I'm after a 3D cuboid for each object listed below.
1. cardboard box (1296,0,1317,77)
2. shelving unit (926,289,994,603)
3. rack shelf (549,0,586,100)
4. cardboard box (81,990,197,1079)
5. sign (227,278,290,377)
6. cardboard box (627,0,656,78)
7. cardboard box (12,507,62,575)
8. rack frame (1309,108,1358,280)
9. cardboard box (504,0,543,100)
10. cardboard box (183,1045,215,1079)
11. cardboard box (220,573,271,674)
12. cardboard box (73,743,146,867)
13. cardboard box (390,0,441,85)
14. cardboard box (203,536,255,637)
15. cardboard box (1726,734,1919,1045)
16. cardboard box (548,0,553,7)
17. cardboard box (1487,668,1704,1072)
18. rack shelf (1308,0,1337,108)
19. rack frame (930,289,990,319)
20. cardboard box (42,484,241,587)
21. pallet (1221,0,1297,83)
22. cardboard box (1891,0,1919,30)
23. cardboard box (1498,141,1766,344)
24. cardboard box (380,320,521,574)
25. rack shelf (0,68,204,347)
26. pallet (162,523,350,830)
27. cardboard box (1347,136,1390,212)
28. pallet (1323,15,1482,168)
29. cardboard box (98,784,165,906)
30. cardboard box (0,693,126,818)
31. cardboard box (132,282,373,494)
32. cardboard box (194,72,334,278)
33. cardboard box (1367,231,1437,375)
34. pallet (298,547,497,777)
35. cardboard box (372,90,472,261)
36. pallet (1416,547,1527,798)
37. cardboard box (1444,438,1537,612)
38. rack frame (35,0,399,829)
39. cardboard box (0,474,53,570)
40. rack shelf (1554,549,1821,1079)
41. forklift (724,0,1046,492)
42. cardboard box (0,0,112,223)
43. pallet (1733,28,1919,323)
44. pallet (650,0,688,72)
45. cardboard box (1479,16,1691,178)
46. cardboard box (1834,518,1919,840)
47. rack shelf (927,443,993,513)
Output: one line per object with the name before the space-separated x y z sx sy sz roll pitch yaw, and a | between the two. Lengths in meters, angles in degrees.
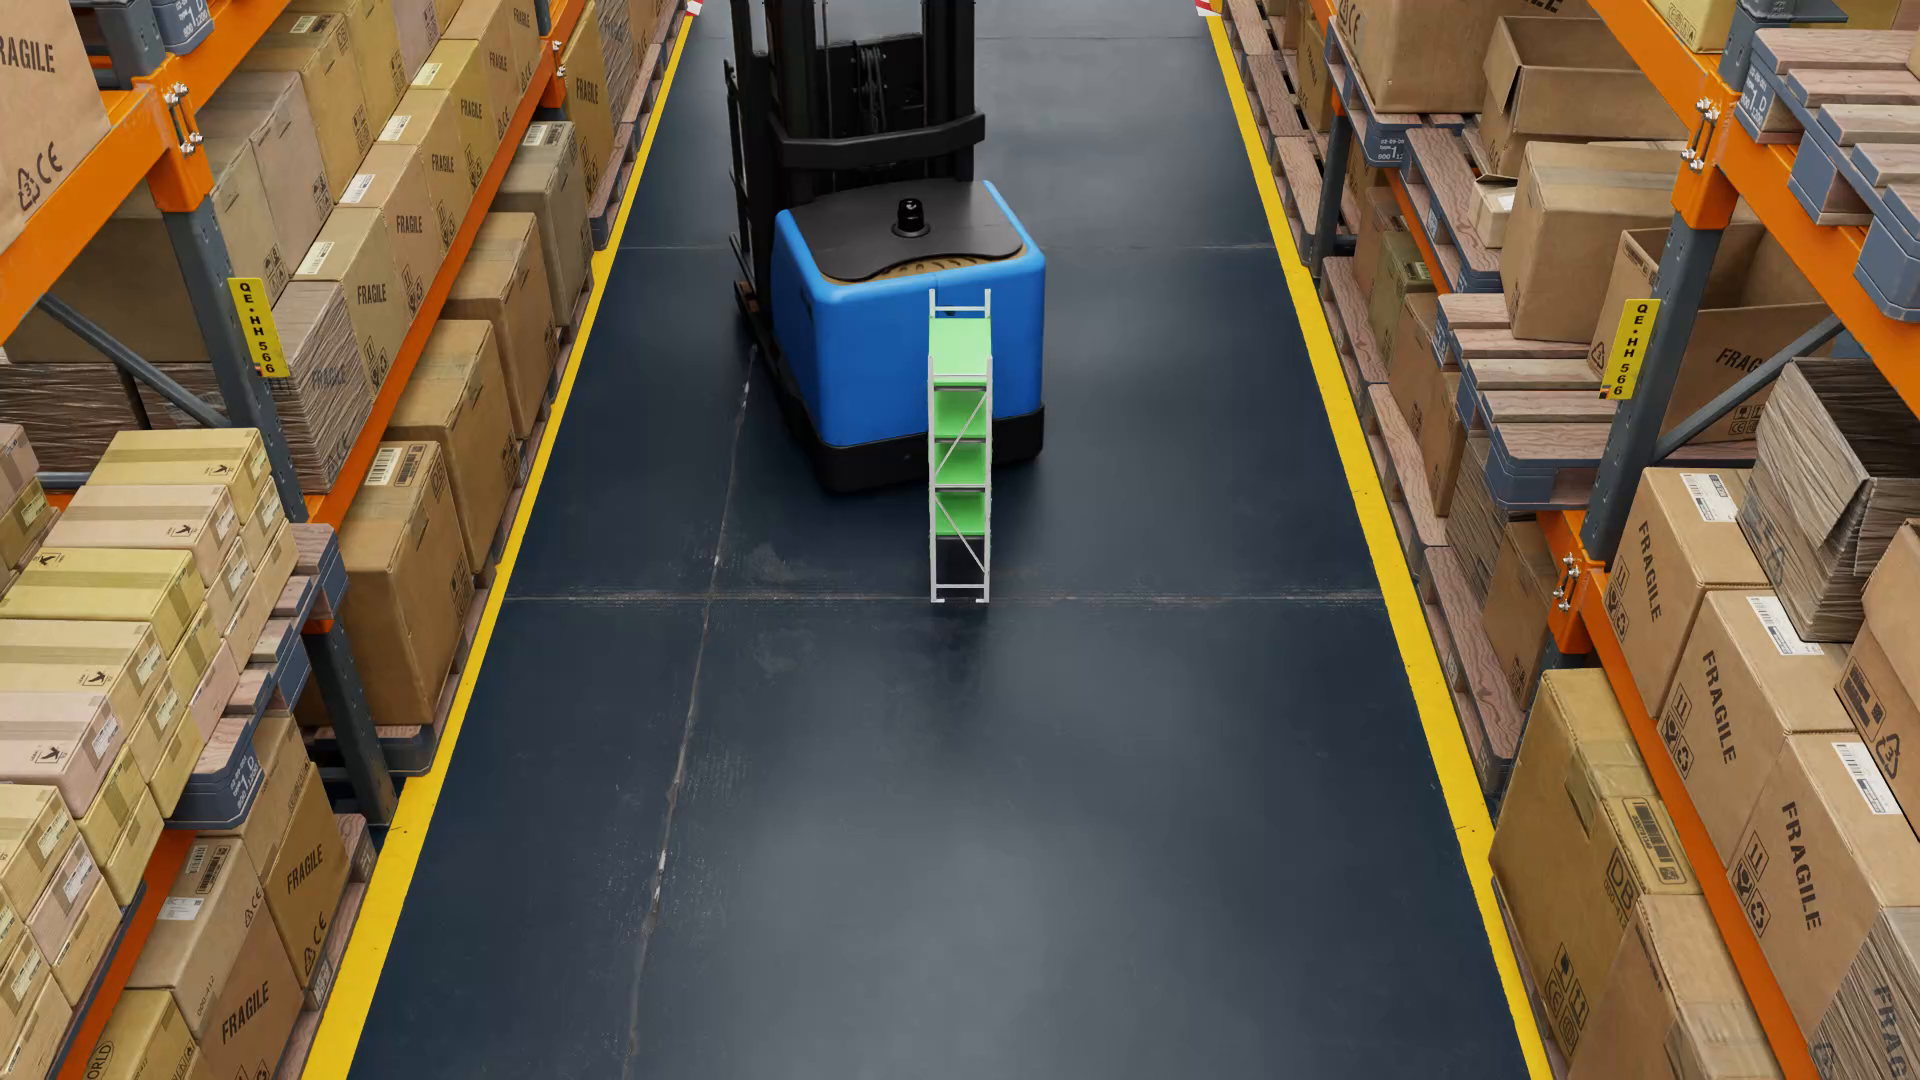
cardboard box | 2.408 -3.151 10.447 0.500 0.500 0.500 3 39 4
shelving unit | 0.000 -0.365 6.746 0.258 1.200 0.503 0 39 0
rack shelf | -2.550 -3.647 9.977 1.077 0.370 4.000 0 39 0
cardboard box | -2.284 1.404 4.162 0.500 0.250 0.500 1 39 1
sign | -2.001 -0.603 4.741 0.100 0.325 0.005 0 39 0
cardboard box | -2.483 -3.539 10.631 0.875 0.875 0.875 -1 39 -1
cardboard box | -2.745 0.039 4.668 0.380 0.149 0.250 -1 39 -1
rack frame | 2.412 -2.617 8.117 1.000 3.000 0.127 0 39 0
cardboard box | -2.280 -2.390 7.754 0.500 0.500 0.500 0 39 0
cardboard box | -2.268 1.703 4.390 0.500 0.500 0.500 -2 39 -2
cardboard box | -2.085 0.222 4.439 0.380 0.149 0.250 0 39 0
cardboard box | -2.085 0.595 3.736 0.380 0.149 0.250 0 39 0
cardboard box | -2.539 -2.158 6.665 0.700 0.500 0.500 0 39 0
cardboard box | -2.086 0.118 4.331 0.380 0.149 0.250 1 39 2
cardboard box | 2.152 0.792 3.783 0.500 0.500 0.500 -1 39 -1
cardboard box | -2.561 -2.966 8.433 0.875 0.550 0.550 0 39 0
cardboard box | 2.397 0.981 4.991 1.225 0.875 0.875 -2 39 -2
rack shelf | 2.410 -3.587 9.903 1.077 0.370 4.000 0 39 0
rack frame | 0.000 -0.517 6.936 0.240 1.200 0.015 0 39 0
cardboard box | -2.087 -0.010 4.254 0.380 0.149 0.250 0 39 -1
pallet | 2.373 -3.475 11.418 1.003 0.211 1.213 0 39 0
cardboard box | 2.671 -1.522 4.472 0.500 0.250 0.500 1 39 1
cardboard box | 2.275 -1.006 5.690 0.700 0.500 0.500 5 39 7
cardboard box | -2.459 -0.389 6.800 1.050 0.750 0.750 1 39 1
rack shelf | -2.541 0.185 2.797 1.077 0.370 4.000 0 39 0
pallet | -2.436 0.345 4.574 1.213 0.211 1.003 0 39 0
cardboard box | 2.451 -2.056 9.080 0.500 0.500 0.500 -1 39 -1
pallet | 2.267 -2.064 7.581 1.003 0.211 1.213 0 39 0
cardboard box | -2.086 0.707 3.834 0.380 0.149 0.250 -2 39 -2
cardboard box | -2.088 0.471 3.653 0.380 0.149 0.250 0 39 0
cardboard box | -2.274 -0.496 5.390 0.500 0.500 0.500 0 39 0
cardboard box | -2.536 -1.202 5.472 0.700 0.500 0.500 -1 39 -1
cardboard box | 2.373 -1.131 7.910 0.700 0.500 0.500 0 39 0
pallet | -2.469 0.419 6.558 1.003 0.211 1.213 0 39 0
cardboard box | -2.276 -1.440 6.569 0.500 0.500 0.500 0 39 -1
pallet | 2.417 0.483 6.478 1.003 0.211 1.213 0 39 0
cardboard box | 2.382 -0.078 6.596 0.700 0.500 0.500 -3 39 -4
rack frame | -2.544 -0.176 5.070 1.000 3.000 0.127 0 39 0
cardboard box | -2.744 -0.055 4.547 0.380 0.149 0.250 2 39 2
rack shelf | 2.419 1.415 3.660 1.077 0.370 4.000 0 39 0
forklift | -0.547 -2.285 7.758 1.130 2.935 3.031 -11 40 -14
cardboard box | -2.289 -1.028 3.656 0.500 0.500 0.500 0 39 0
pallet | 2.470 -0.810 3.615 1.213 0.211 1.003 2 39 2
pallet | -2.474 -3.590 11.561 1.003 0.211 1.213 0 39 0
cardboard box | 2.506 -1.738 6.601 0.797 0.503 0.637 4 39 5
cardboard box | 2.399 0.318 3.572 0.797 0.503 0.637 1 39 1
rack shelf | 0.000 -0.315 6.786 0.258 0.148 0.480 0 39 0
